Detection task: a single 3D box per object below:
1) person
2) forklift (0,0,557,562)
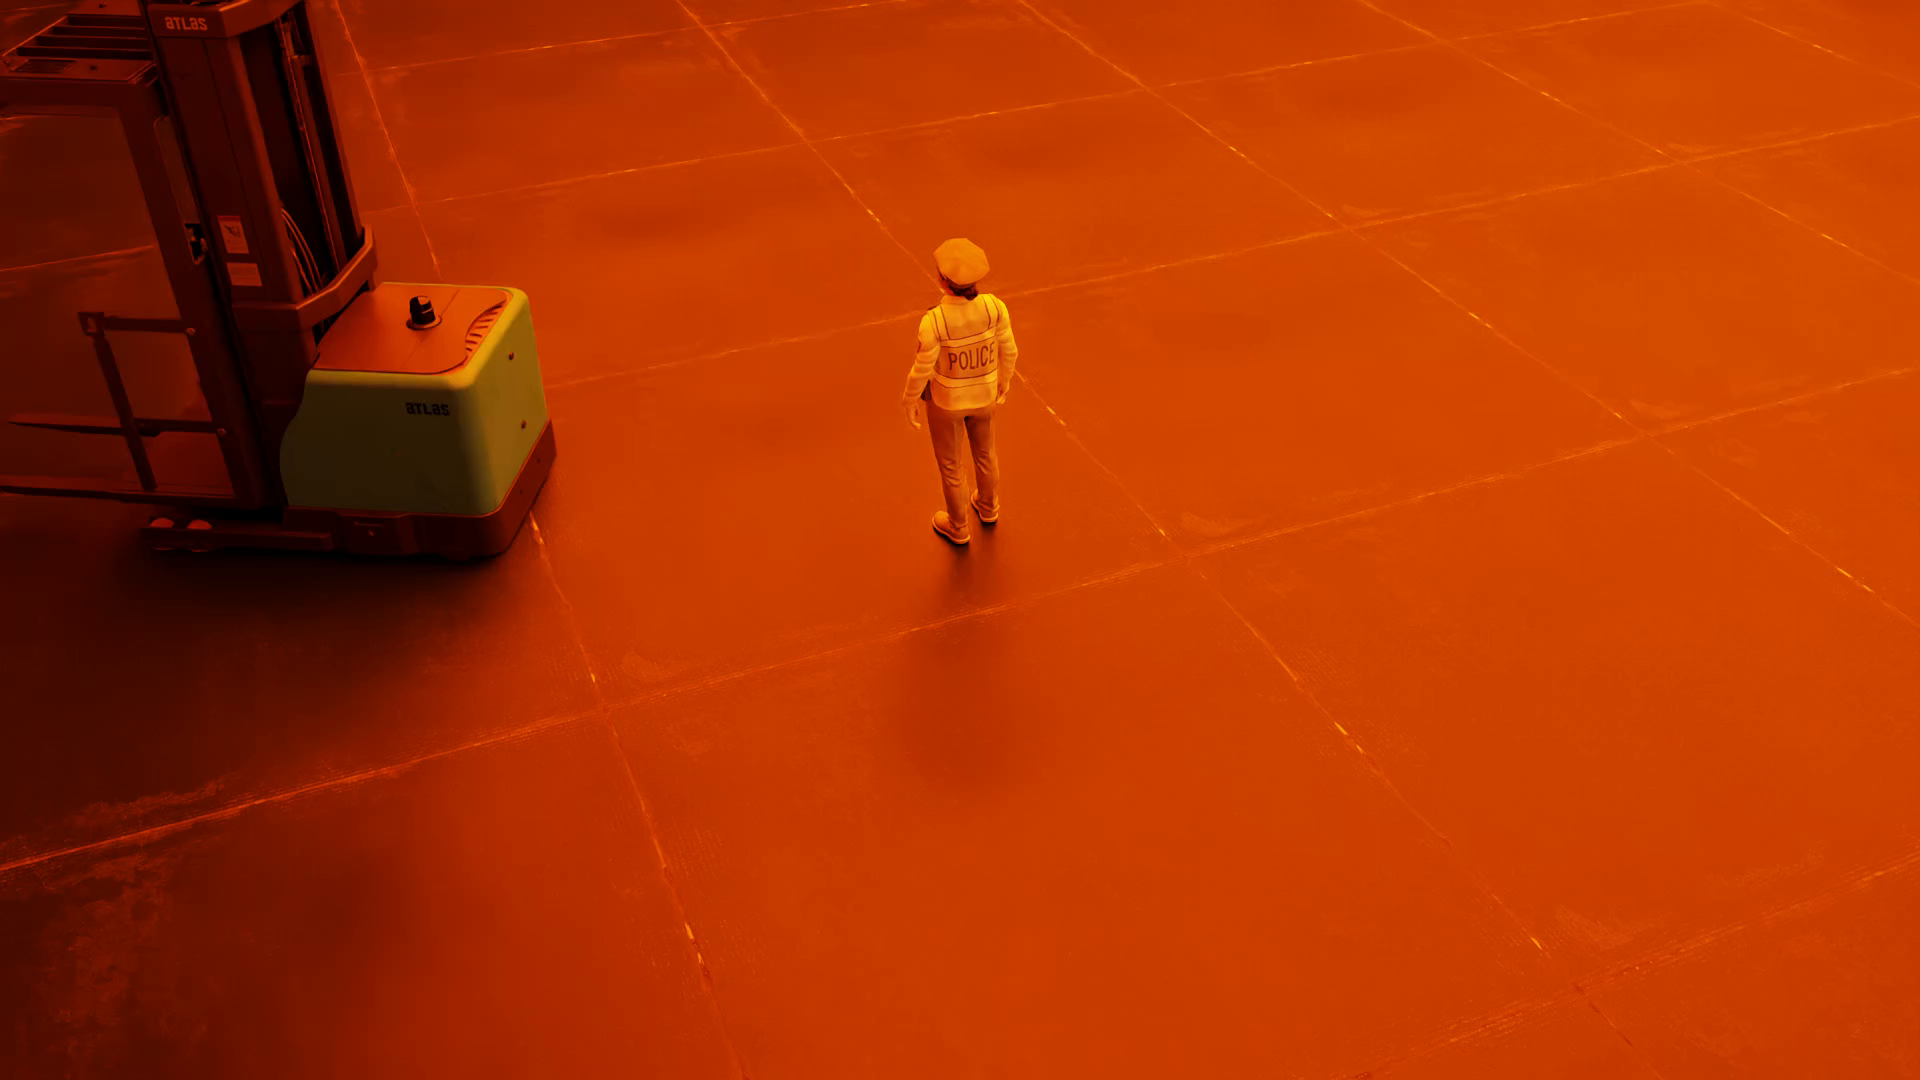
[{"bbox_3d":[-0.020,-0.734,8.185,0.587,1.696,0.534,-14,38,-19],"label":"person"},{"bbox_3d":[-3.766,-1.431,8.111,3.031,2.935,1.130,3,36,4],"label":"forklift"}]
